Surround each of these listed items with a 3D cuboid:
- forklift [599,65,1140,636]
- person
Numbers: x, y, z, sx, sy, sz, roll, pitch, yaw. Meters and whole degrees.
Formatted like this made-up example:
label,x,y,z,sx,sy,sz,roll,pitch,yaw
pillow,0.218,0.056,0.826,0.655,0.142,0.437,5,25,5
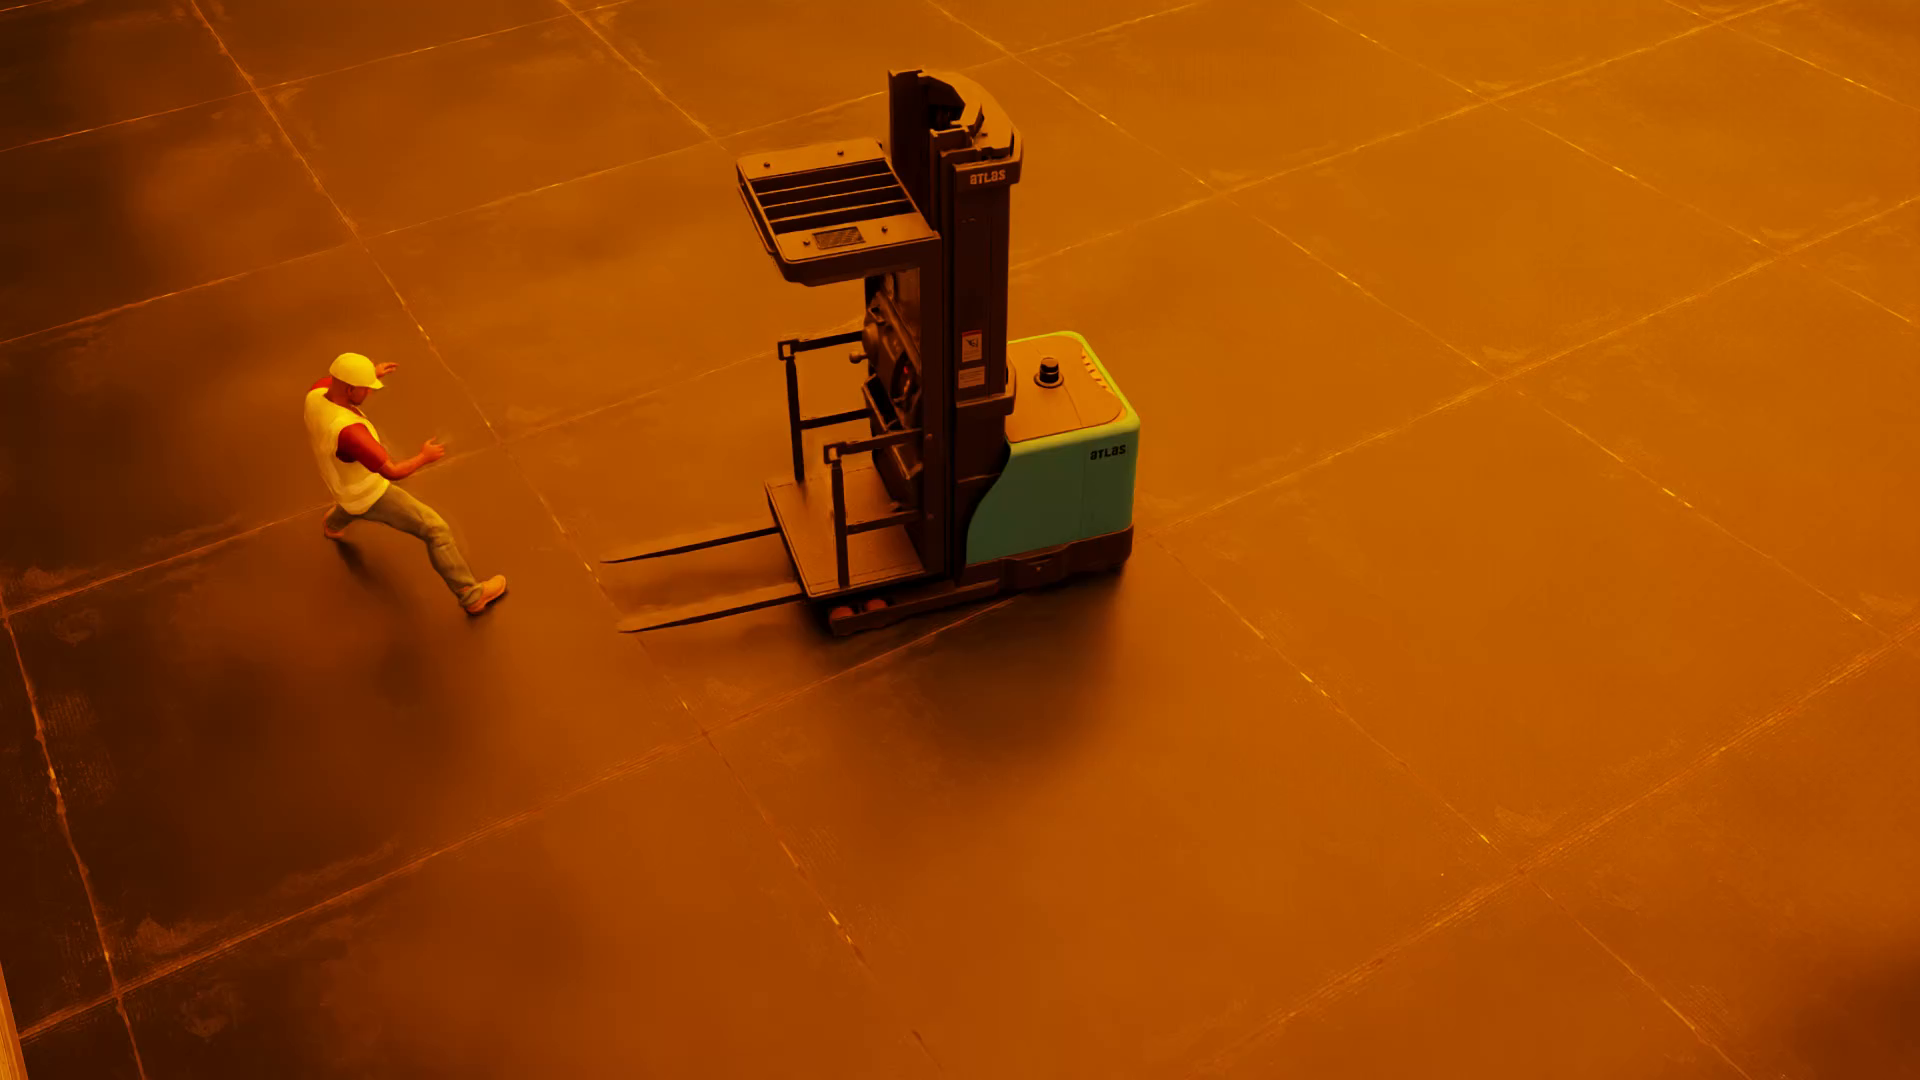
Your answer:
label,x,y,z,sx,sy,sz,roll,pitch,yaw
forklift,-0.555,-0.952,8.960,3.031,2.935,1.130,-12,43,-14
person,-3.271,-0.458,9.448,0.724,1.547,1.312,-26,47,-27
